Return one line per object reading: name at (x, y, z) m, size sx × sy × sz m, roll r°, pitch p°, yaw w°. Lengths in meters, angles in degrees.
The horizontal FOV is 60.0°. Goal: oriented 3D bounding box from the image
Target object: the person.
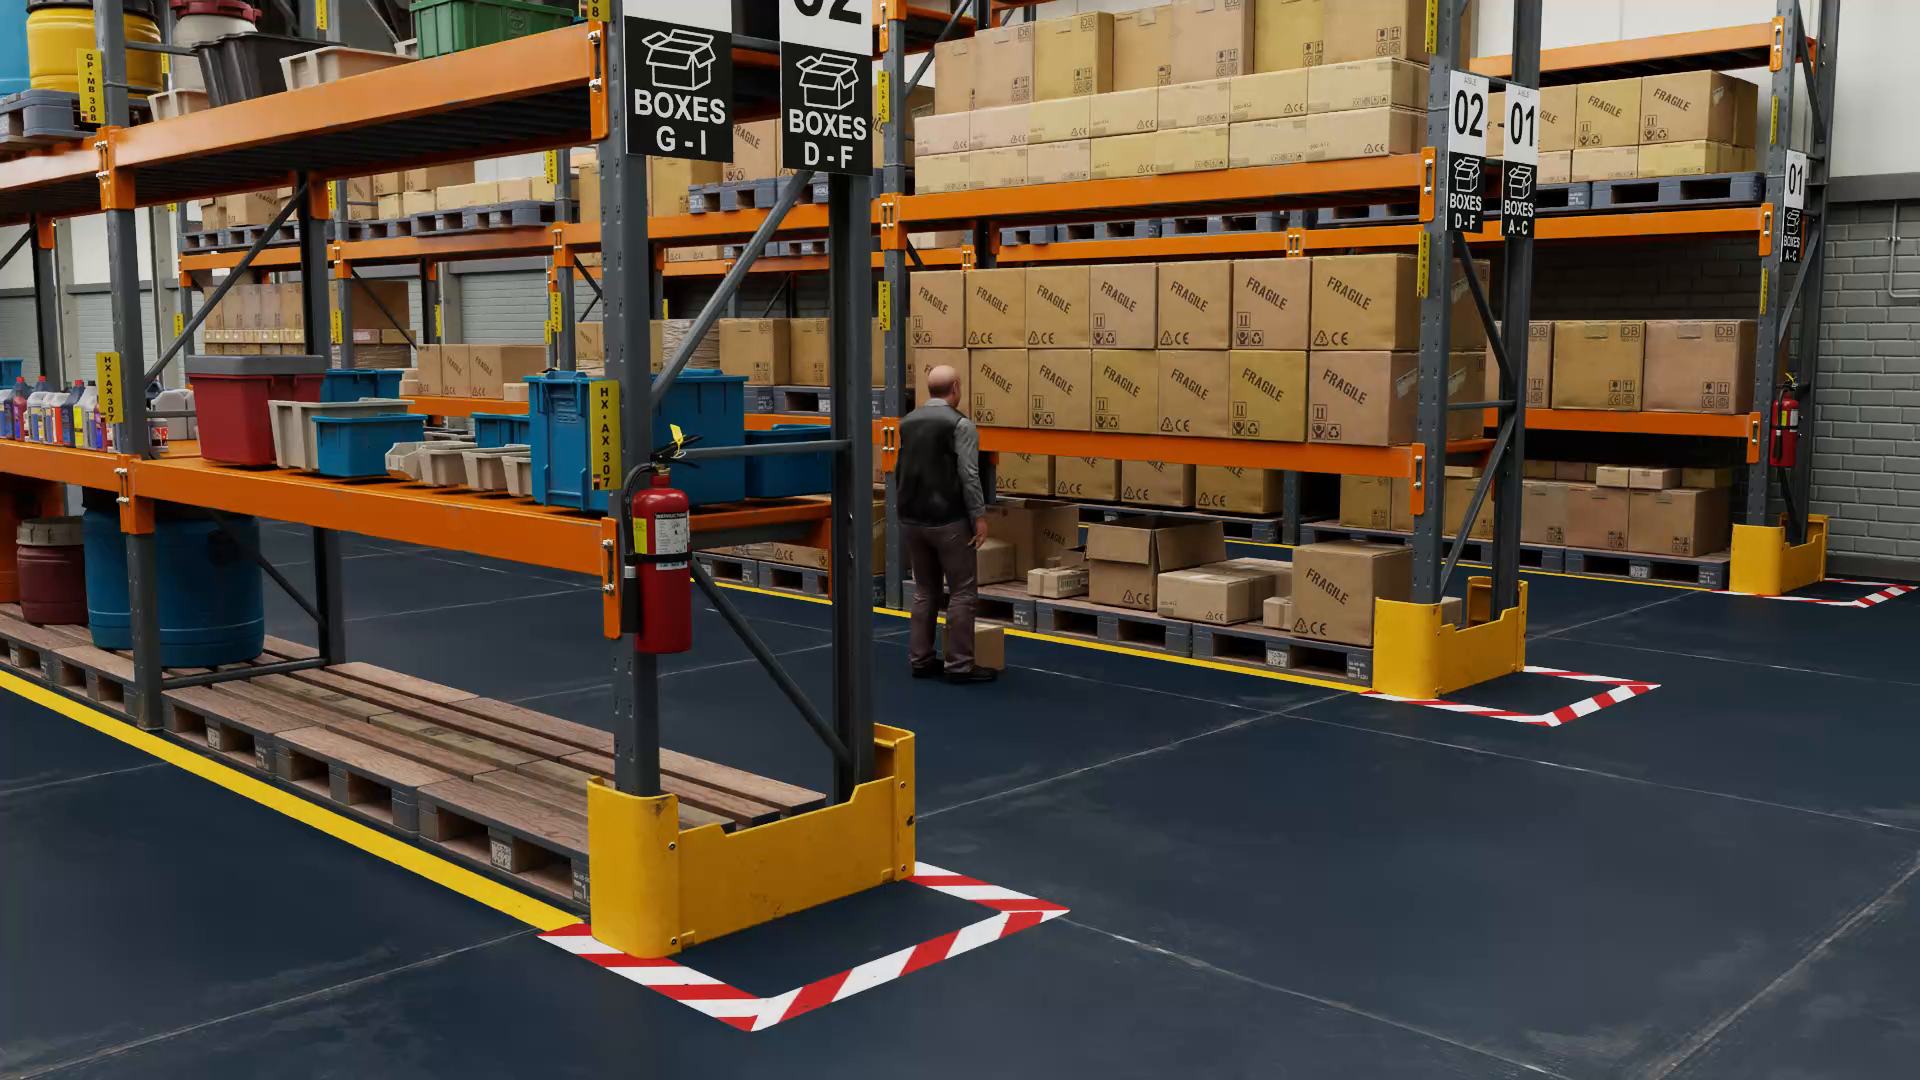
person at (-0.119, -0.092, 9.107) m, size 0.593 × 1.721 × 0.418 m, roll 6°, pitch 9°, yaw 40°
